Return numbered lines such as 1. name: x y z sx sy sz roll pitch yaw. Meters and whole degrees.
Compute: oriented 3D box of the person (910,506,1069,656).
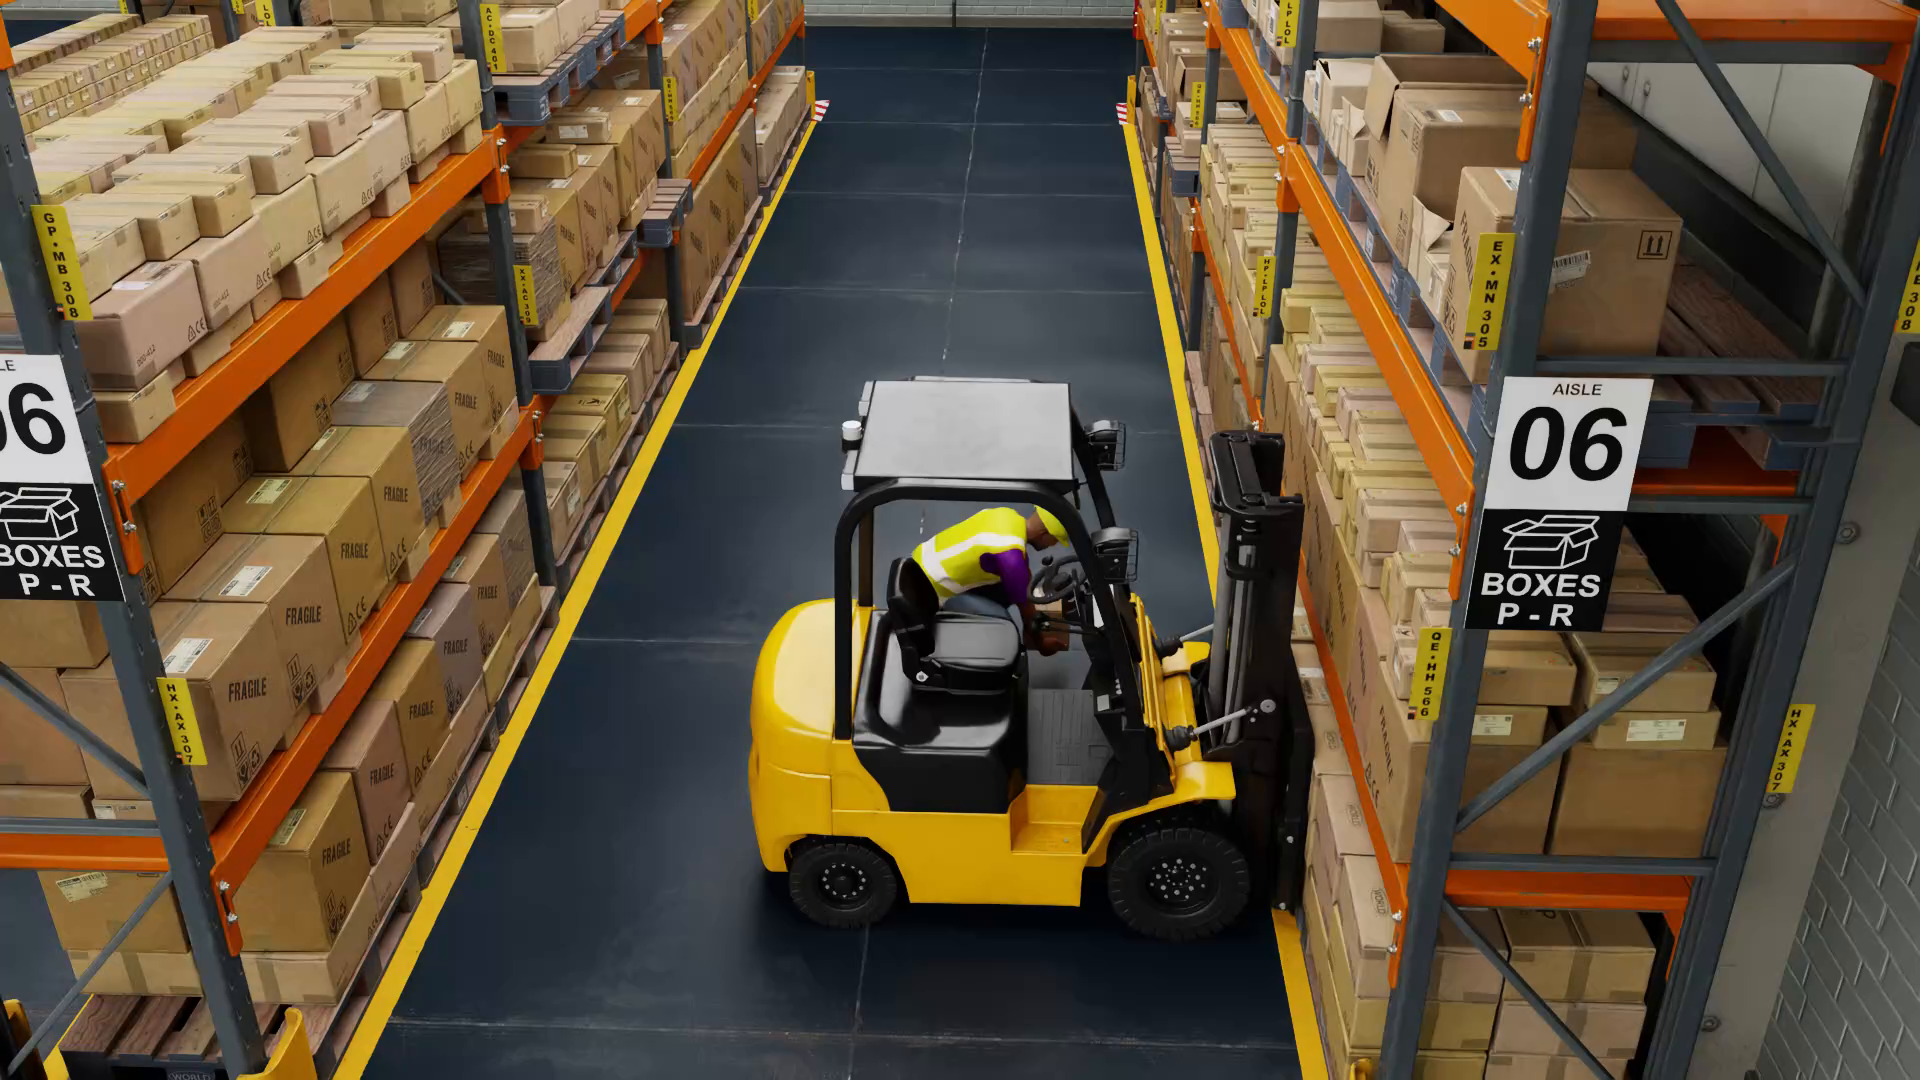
1. person: 0.151 0.253 8.926 0.905 1.018 0.537 0 28 0
